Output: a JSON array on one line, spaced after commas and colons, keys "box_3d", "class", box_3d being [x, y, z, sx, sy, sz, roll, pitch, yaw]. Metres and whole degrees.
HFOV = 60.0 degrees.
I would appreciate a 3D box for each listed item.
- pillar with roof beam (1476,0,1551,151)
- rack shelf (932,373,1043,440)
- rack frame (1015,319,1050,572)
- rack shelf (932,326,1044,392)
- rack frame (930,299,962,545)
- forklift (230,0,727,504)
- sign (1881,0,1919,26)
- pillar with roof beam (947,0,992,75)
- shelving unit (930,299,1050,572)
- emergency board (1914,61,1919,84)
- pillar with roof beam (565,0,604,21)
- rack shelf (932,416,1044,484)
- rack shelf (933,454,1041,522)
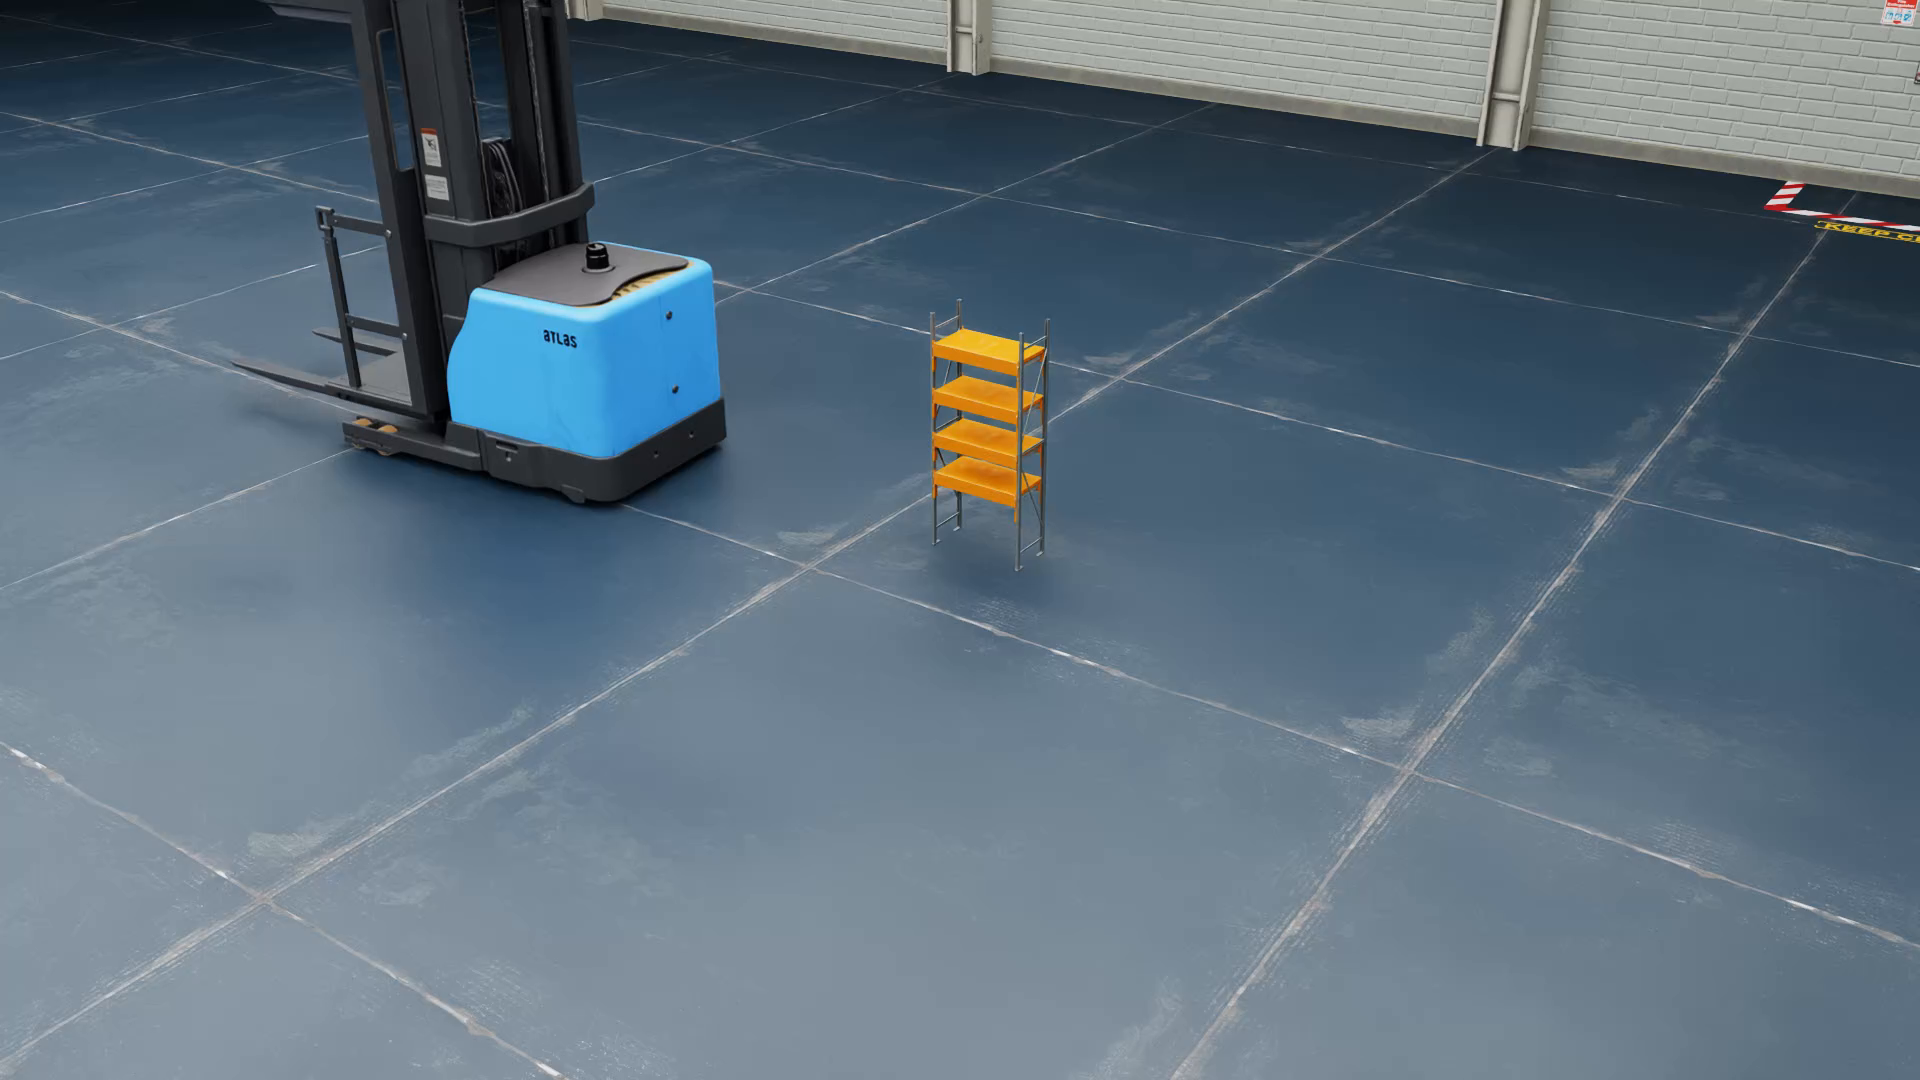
[{"box_3d": [2.610, -6.077, 10.270, 0.400, 9.000, 9.100, 17, 32, 30], "class": "pillar with roof beam"}, {"box_3d": [0.136, -0.632, 7.823, 0.480, 0.148, 0.258, 17, 32, 30], "class": "rack shelf"}, {"box_3d": [0.338, -0.430, 7.771, 0.015, 1.200, 0.240, 17, 32, 30], "class": "rack frame"}, {"box_3d": [0.136, -0.842, 7.716, 0.480, 0.148, 0.258, 17, 32, 30], "class": "rack shelf"}, {"box_3d": [-0.065, -0.555, 8.017, 0.015, 1.200, 0.240, 17, 32, 30], "class": "rack frame"}, {"box_3d": [-2.834, -1.961, 8.872, 3.031, 2.935, 1.130, 14, 30, 26], "class": "forklift"}, {"box_3d": [7.580, -4.318, 13.387, 0.234, 0.329, 0.001, 17, 32, 30], "class": "sign"}, {"box_3d": [-2.336, -7.618, 13.298, 0.400, 9.000, 9.100, 17, 32, 30], "class": "pillar with roof beam"}, {"box_3d": [0.136, -0.492, 7.894, 0.503, 1.200, 0.258, 17, 32, 30], "class": "shelving unit"}, {"box_3d": [7.981, -4.130, 13.059, 0.626, 1.169, 0.157, 17, 32, 30], "class": "emergency board"}, {"box_3d": [-7.282, -9.159, 16.325, 0.400, 9.000, 9.100, 17, 32, 30], "class": "pillar with roof beam"}, {"box_3d": [0.136, -0.432, 7.925, 0.480, 0.148, 0.258, 17, 32, 30], "class": "rack shelf"}, {"box_3d": [0.136, -0.255, 8.015, 0.480, 0.148, 0.258, 17, 32, 30], "class": "rack shelf"}]
